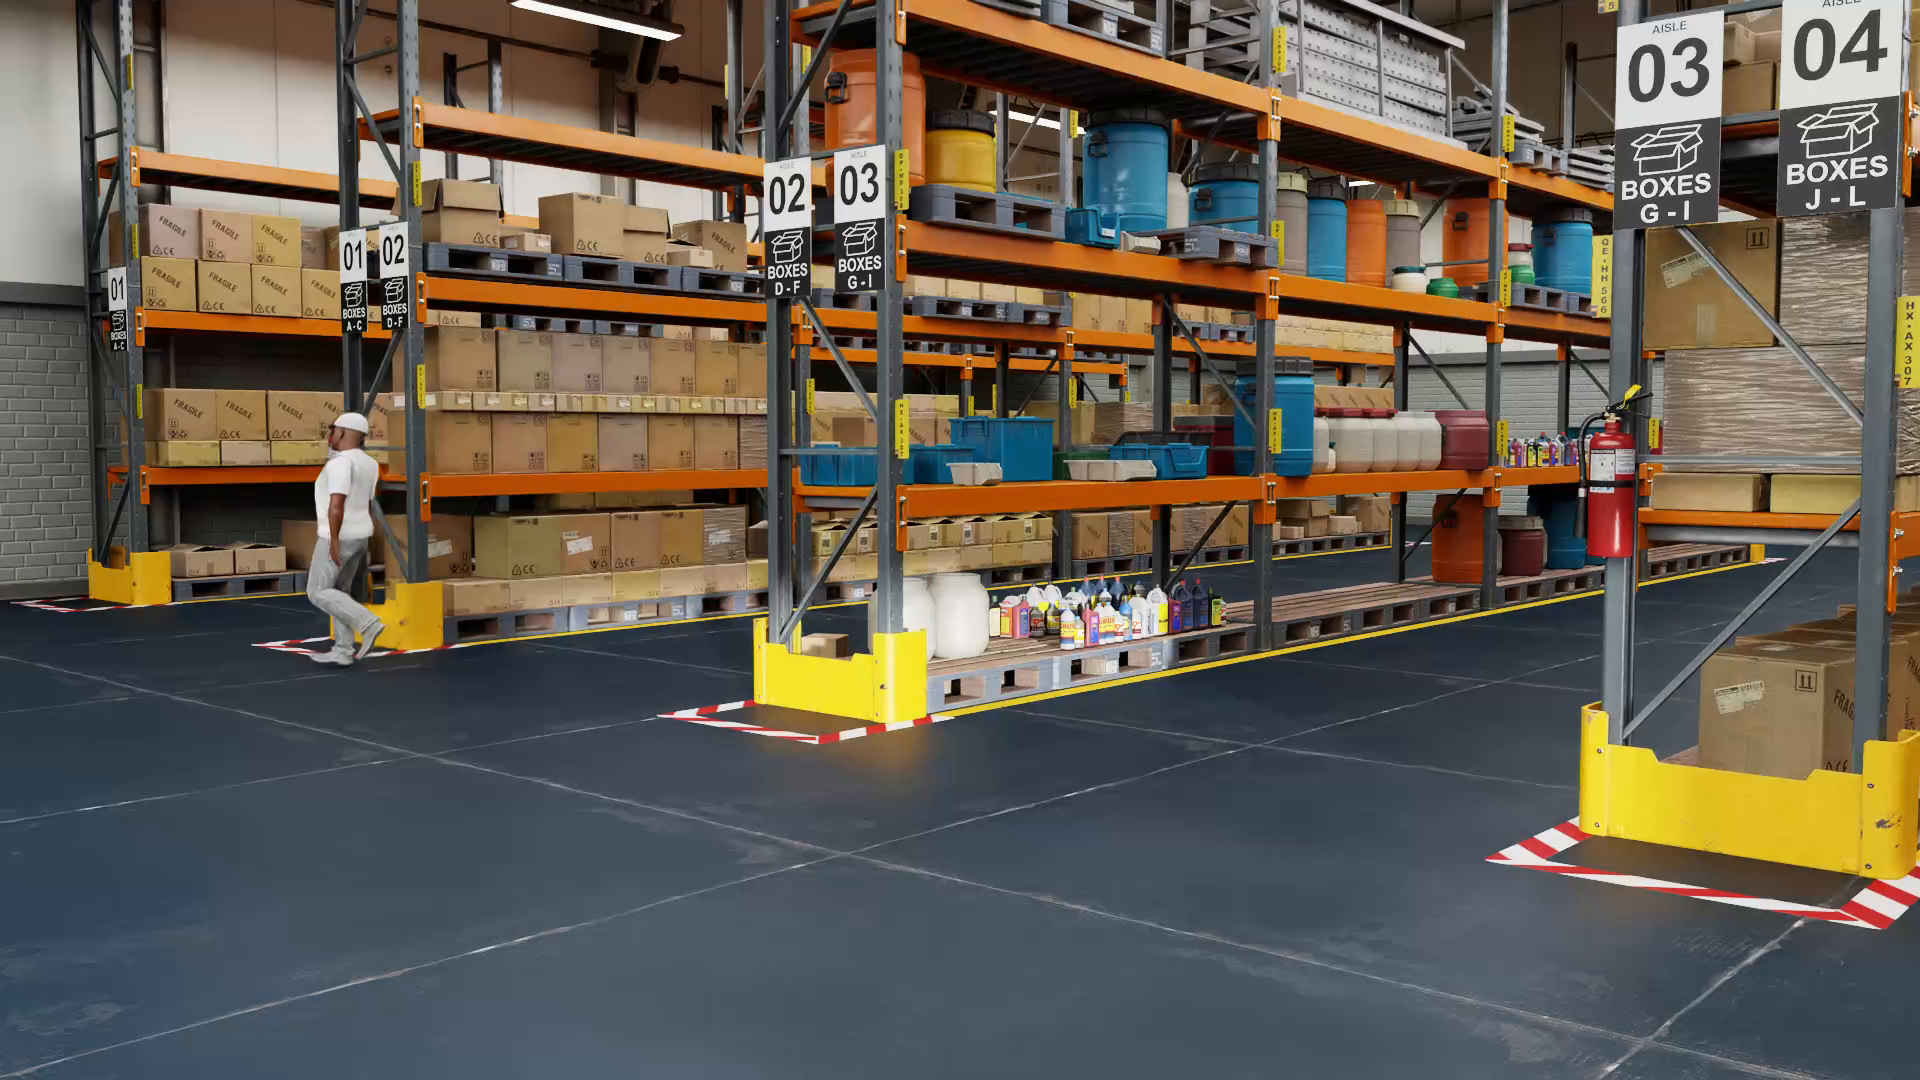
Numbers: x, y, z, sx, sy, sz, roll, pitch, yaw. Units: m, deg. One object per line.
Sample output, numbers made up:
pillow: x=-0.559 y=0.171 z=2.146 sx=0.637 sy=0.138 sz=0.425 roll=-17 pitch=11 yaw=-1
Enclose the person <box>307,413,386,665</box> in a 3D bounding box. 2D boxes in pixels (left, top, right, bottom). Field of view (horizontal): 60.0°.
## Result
person: x=-4.222 y=-0.008 z=11.509 sx=0.586 sy=1.744 sz=0.577 roll=0 pitch=4 yaw=4
